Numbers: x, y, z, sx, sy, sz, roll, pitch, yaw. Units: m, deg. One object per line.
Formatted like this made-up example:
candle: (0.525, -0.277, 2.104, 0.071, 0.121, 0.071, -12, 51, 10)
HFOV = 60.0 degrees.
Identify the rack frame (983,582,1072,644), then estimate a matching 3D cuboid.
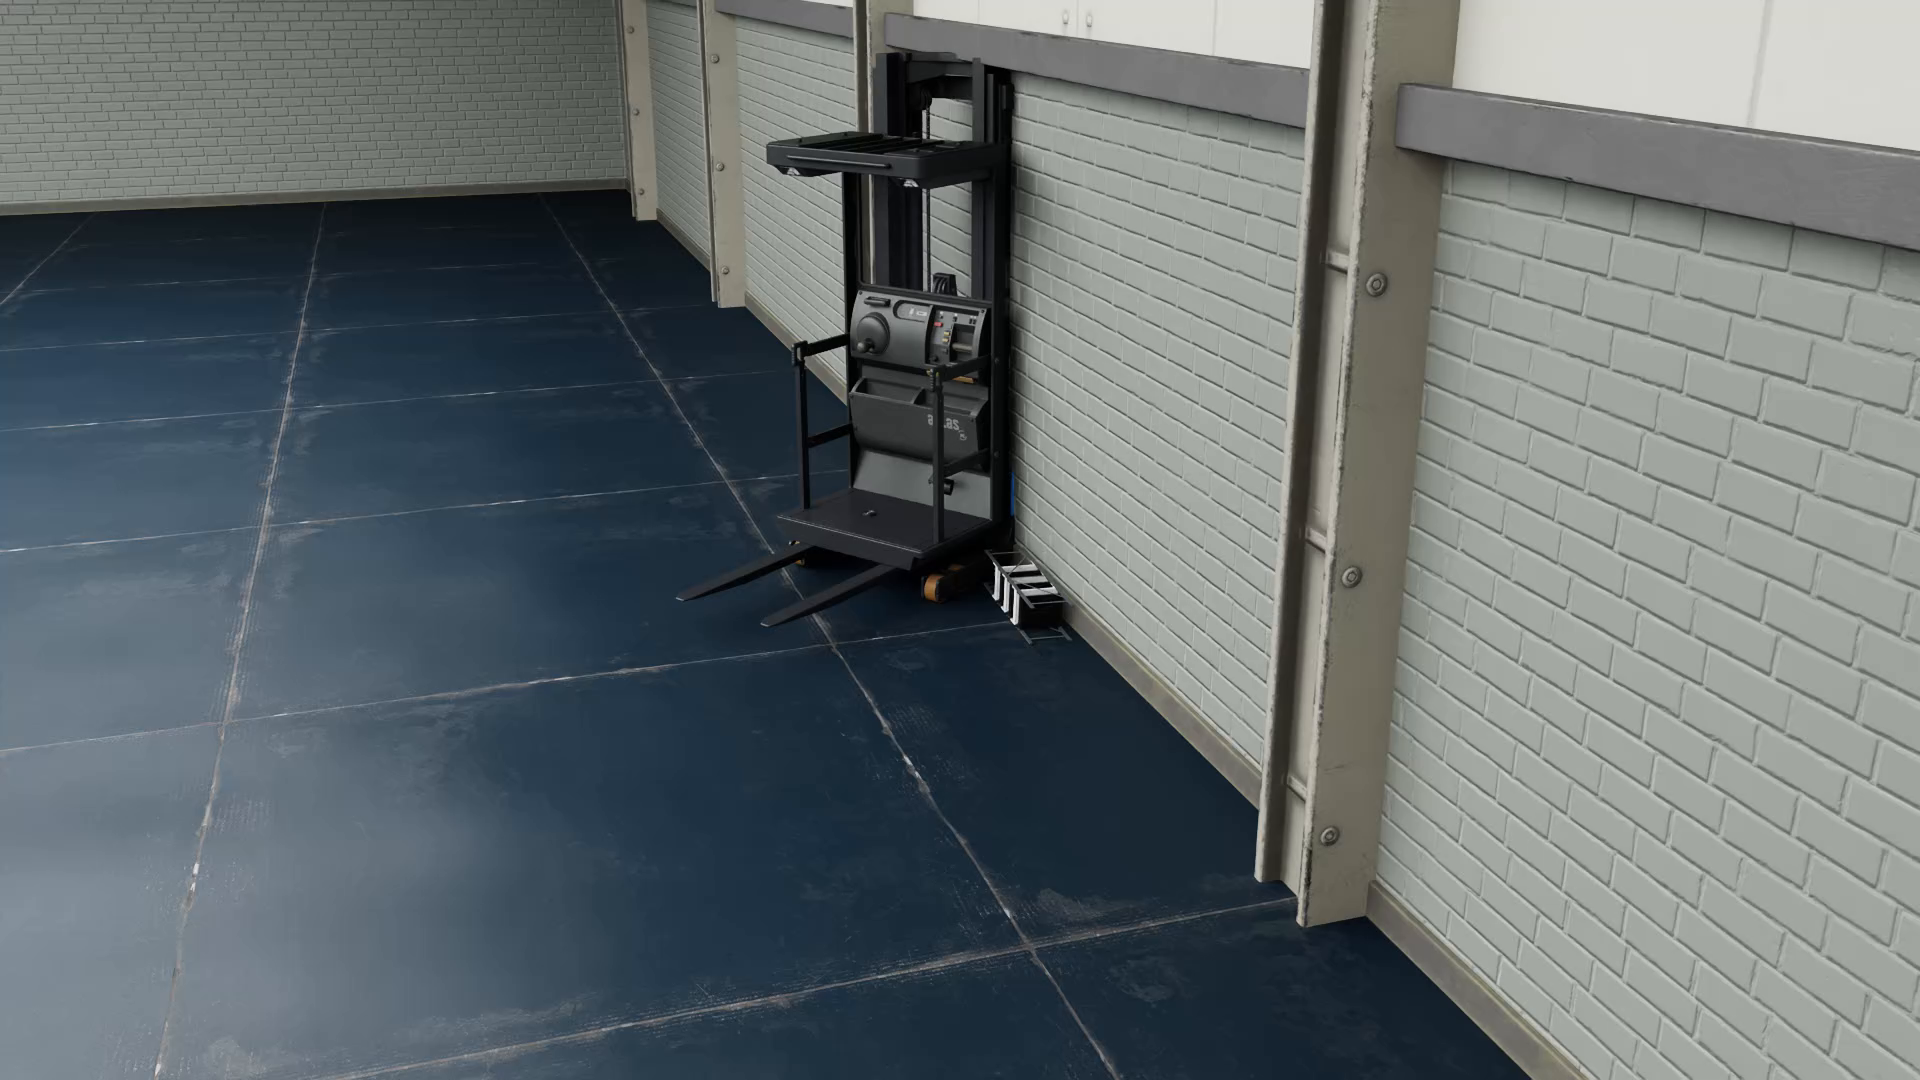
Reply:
rack frame: (0.368, 0.395, 9.285, 0.240, 0.006, 0.900, -4, 21, -15)

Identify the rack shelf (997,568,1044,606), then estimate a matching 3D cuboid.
rack shelf: (0.338, 0.258, 9.362, 0.258, 0.200, 0.077, -4, 21, -15)

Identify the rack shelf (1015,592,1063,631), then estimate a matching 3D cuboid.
rack shelf: (0.433, 0.378, 9.037, 0.258, 0.200, 0.077, -4, 21, -15)

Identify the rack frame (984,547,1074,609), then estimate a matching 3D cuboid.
rack frame: (0.374, 0.204, 9.216, 0.240, 0.006, 0.900, -4, 21, -15)

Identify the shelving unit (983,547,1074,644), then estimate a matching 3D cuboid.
shelving unit: (0.371, 0.299, 9.251, 0.258, 0.210, 0.900, -4, 21, -15)

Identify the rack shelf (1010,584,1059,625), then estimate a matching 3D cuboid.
rack shelf: (0.409, 0.348, 9.118, 0.258, 0.200, 0.077, -4, 21, -15)

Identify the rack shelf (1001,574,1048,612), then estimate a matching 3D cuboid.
rack shelf: (0.362, 0.288, 9.281, 0.258, 0.200, 0.077, -4, 21, -15)

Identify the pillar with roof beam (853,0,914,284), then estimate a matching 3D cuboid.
pillar with roof beam: (-4.586, -4.310, 9.104, 9.100, 9.000, 0.400, -6, 21, -17)

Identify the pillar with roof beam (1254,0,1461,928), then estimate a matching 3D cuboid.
pillar with roof beam: (-2.700, -2.385, 3.744, 9.100, 9.000, 0.400, -6, 21, -17)

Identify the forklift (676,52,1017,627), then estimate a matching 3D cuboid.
forklift: (-0.366, -1.208, 9.443, 1.130, 2.935, 3.031, 14, 24, 33)

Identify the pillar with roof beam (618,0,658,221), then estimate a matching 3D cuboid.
pillar with roof beam: (-8.358, -8.161, 19.826, 9.100, 9.000, 0.400, -6, 21, -17)

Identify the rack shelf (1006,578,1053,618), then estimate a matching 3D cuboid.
rack shelf: (0.386, 0.318, 9.200, 0.258, 0.200, 0.077, -4, 21, -15)

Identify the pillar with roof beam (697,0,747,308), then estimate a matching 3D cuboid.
pillar with roof beam: (-6.472, -6.236, 14.465, 9.100, 9.000, 0.400, -6, 21, -17)

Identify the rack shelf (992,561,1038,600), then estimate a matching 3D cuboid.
rack shelf: (0.314, 0.228, 9.444, 0.258, 0.200, 0.077, -4, 21, -15)
